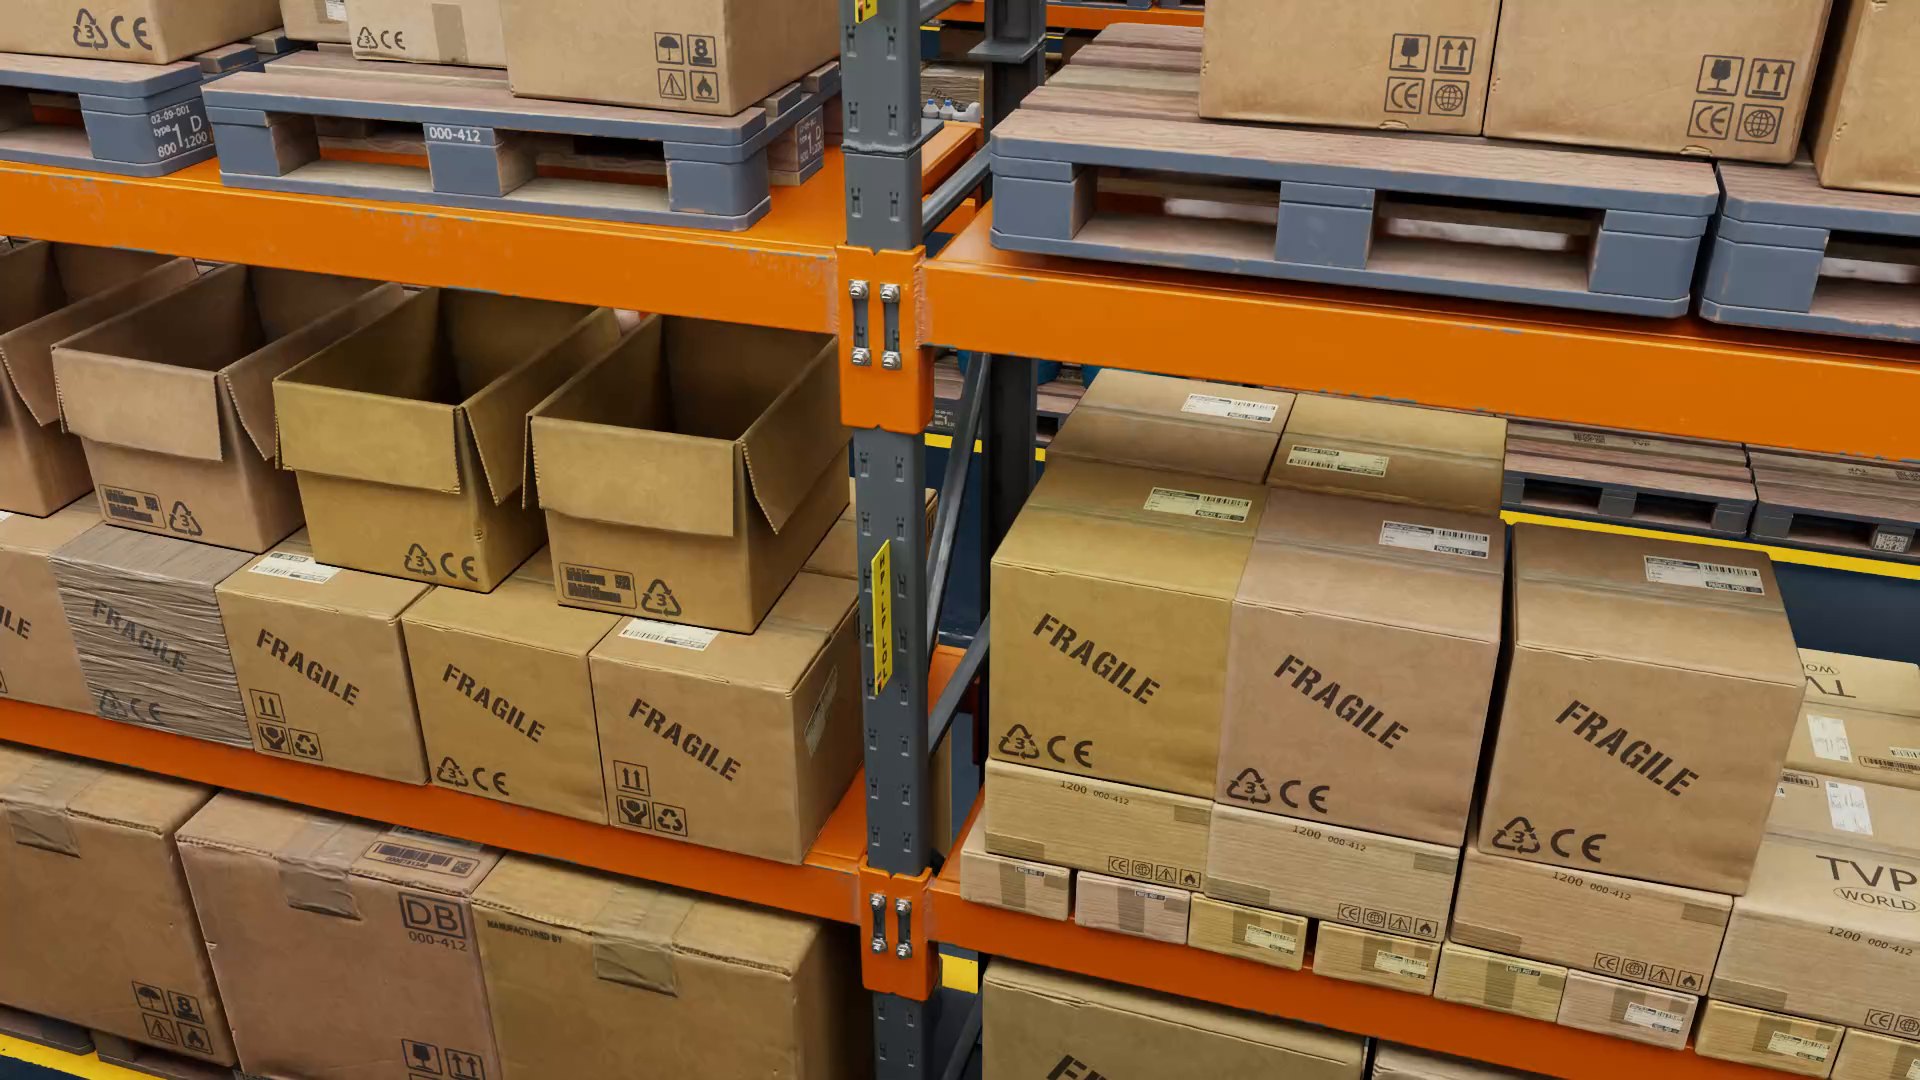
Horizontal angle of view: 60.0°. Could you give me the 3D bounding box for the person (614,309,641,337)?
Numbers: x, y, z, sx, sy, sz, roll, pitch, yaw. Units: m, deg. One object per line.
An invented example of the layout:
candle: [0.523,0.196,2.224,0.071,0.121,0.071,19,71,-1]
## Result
person: [-1.370,-0.129,6.372,0.550,1.779,0.540,14,32,24]
